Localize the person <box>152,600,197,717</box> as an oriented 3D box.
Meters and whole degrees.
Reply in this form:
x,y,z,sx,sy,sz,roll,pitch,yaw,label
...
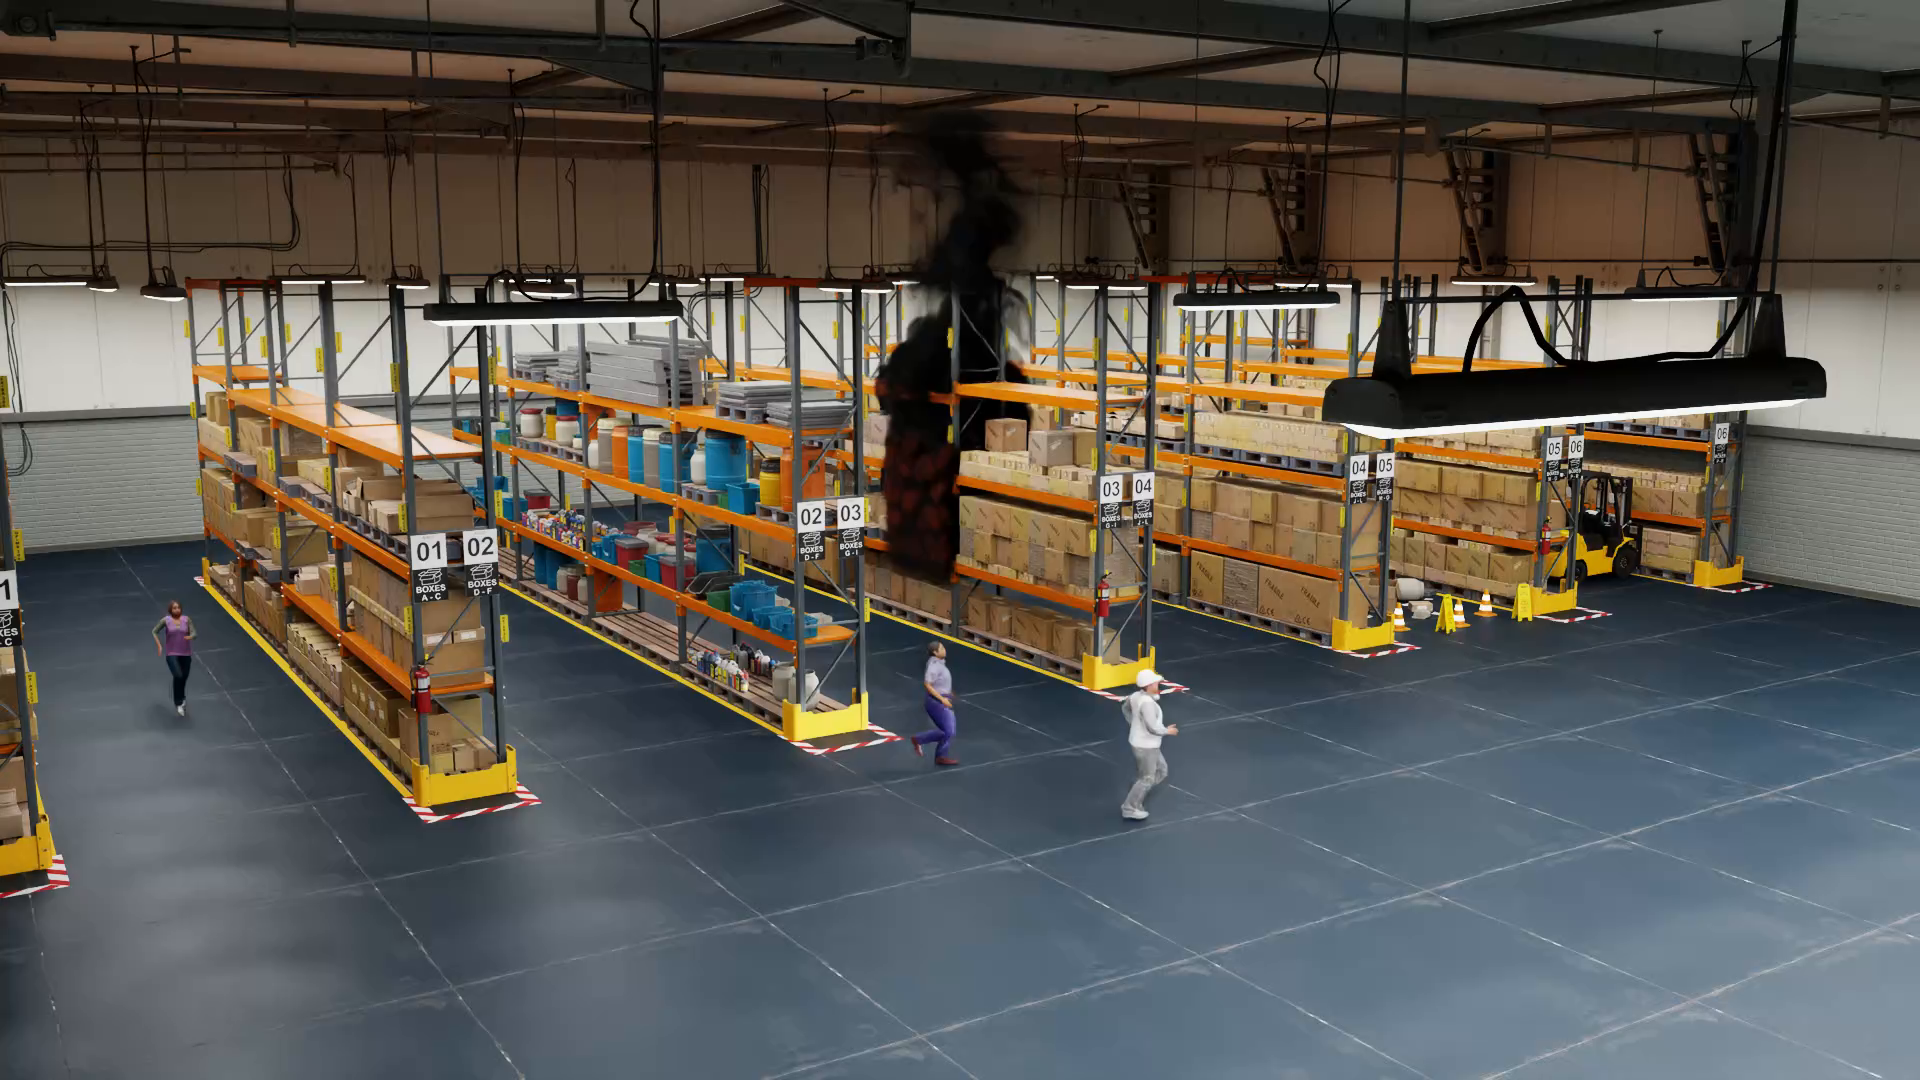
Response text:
x,y,z,sx,sy,sz,roll,pitch,yaw,label
-11.002,1.649,23.392,0.503,1.644,0.710,-9,13,-43,person

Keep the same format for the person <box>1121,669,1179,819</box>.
x,y,z,sx,sy,sz,roll,pitch,yaw,label
2.156,2.319,18.947,0.648,1.756,0.679,-1,10,-5,person

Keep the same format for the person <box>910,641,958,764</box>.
x,y,z,sx,sy,sz,roll,pitch,yaw,label
-0.328,2.059,21.010,0.593,1.608,0.611,0,10,1,person
